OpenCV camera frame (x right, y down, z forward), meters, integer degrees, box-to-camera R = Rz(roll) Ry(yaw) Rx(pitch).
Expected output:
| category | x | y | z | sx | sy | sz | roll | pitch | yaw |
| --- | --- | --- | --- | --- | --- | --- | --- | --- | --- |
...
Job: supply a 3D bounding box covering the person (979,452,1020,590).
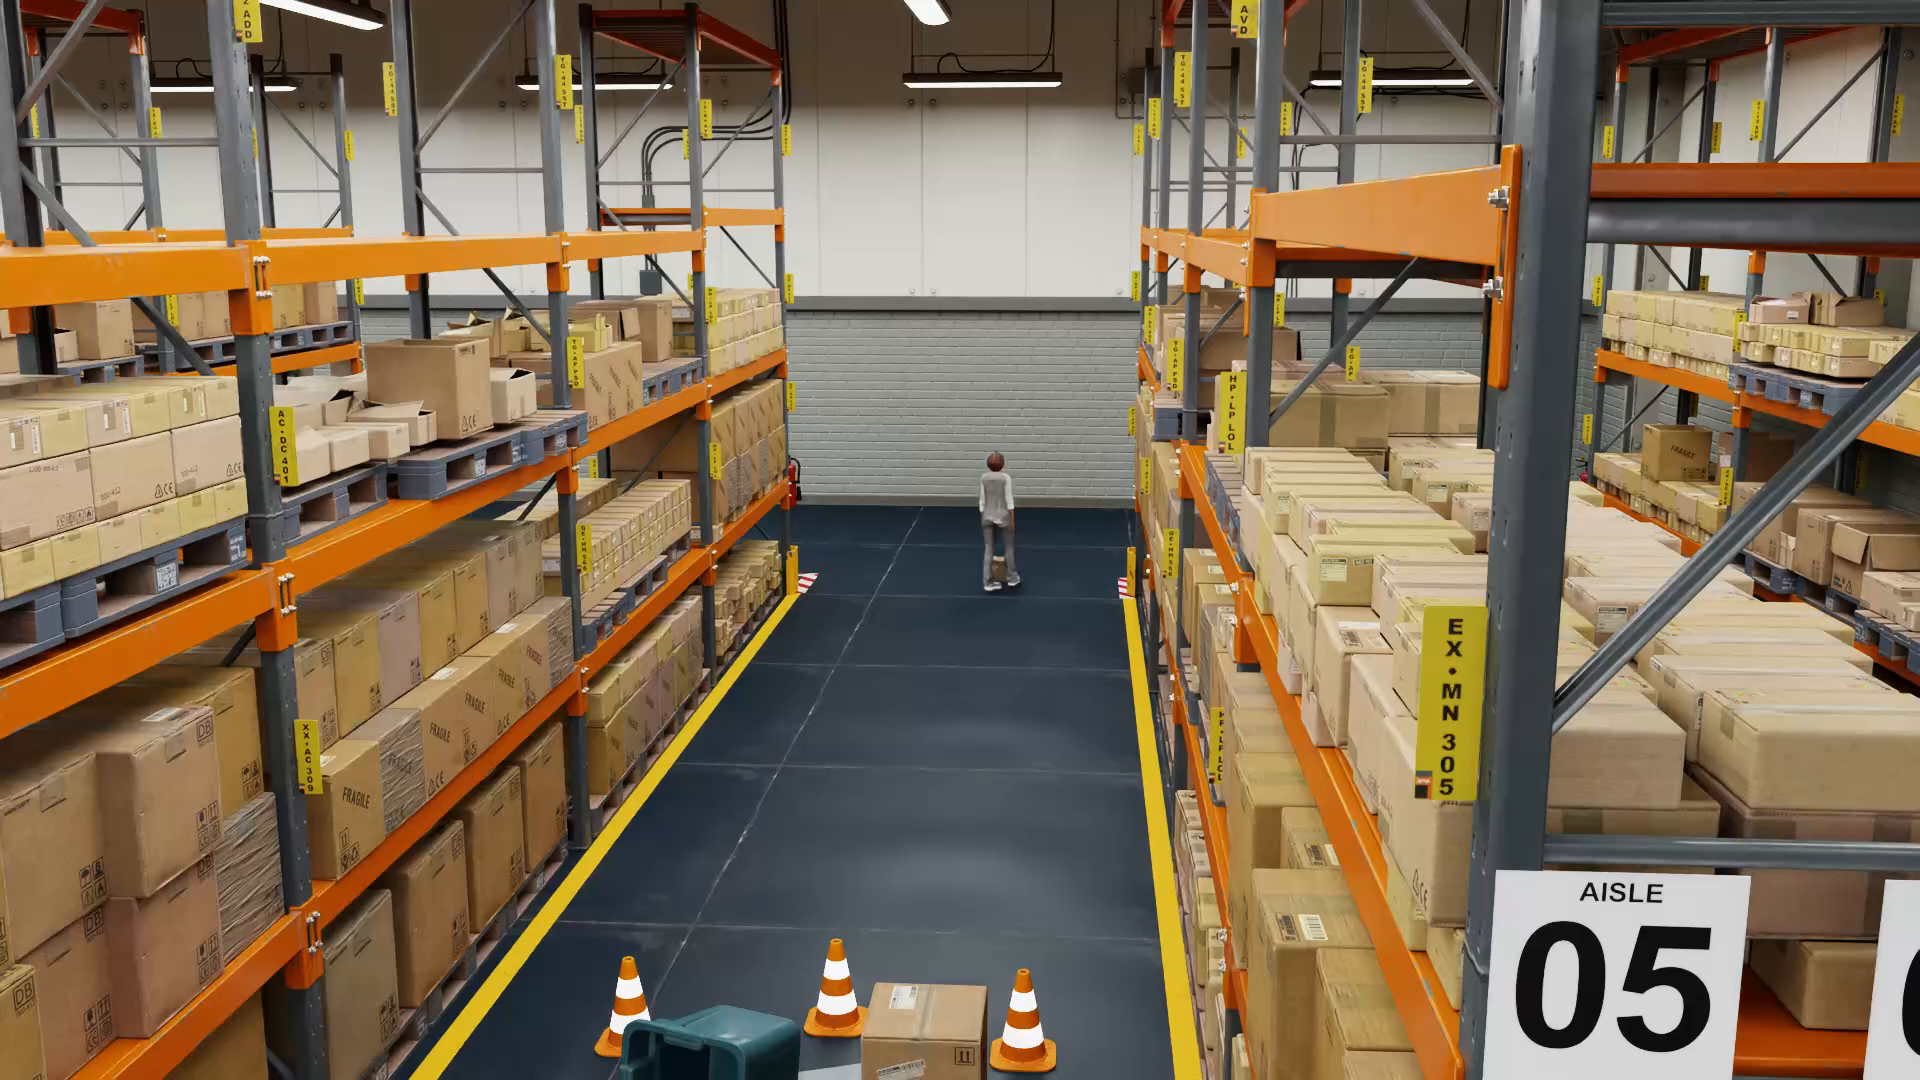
| category | x | y | z | sx | sy | sz | roll | pitch | yaw |
| --- | --- | --- | --- | --- | --- | --- | --- | --- | --- |
| person | 0.453 | -0.240 | 19.168 | 0.421 | 1.592 | 0.583 | 4 | 12 | 19 |
